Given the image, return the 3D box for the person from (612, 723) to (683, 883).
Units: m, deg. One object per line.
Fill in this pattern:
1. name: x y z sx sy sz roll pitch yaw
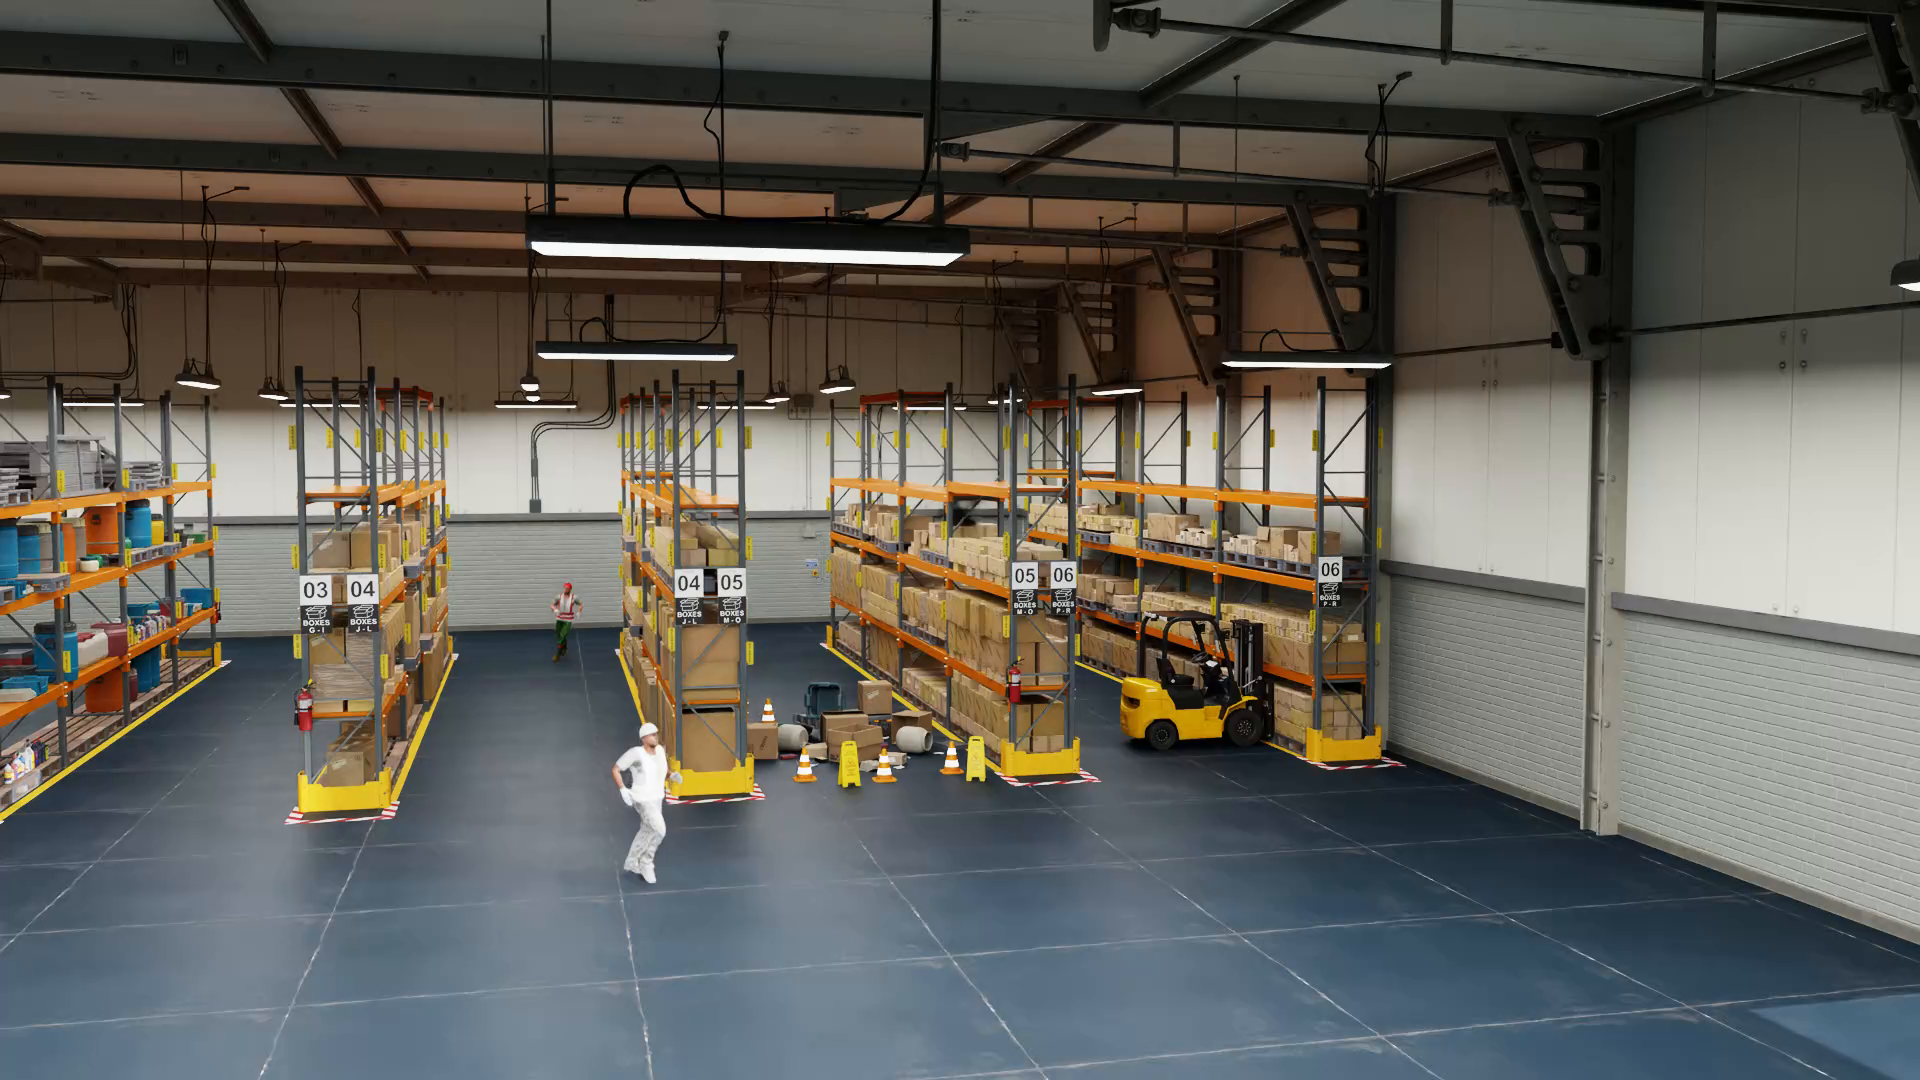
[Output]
1. person: -3.536 2.993 18.992 0.742 1.817 0.667 1 4 22

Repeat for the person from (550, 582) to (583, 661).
1. person: -9.008 1.840 37.987 0.691 1.771 0.957 0 3 3
